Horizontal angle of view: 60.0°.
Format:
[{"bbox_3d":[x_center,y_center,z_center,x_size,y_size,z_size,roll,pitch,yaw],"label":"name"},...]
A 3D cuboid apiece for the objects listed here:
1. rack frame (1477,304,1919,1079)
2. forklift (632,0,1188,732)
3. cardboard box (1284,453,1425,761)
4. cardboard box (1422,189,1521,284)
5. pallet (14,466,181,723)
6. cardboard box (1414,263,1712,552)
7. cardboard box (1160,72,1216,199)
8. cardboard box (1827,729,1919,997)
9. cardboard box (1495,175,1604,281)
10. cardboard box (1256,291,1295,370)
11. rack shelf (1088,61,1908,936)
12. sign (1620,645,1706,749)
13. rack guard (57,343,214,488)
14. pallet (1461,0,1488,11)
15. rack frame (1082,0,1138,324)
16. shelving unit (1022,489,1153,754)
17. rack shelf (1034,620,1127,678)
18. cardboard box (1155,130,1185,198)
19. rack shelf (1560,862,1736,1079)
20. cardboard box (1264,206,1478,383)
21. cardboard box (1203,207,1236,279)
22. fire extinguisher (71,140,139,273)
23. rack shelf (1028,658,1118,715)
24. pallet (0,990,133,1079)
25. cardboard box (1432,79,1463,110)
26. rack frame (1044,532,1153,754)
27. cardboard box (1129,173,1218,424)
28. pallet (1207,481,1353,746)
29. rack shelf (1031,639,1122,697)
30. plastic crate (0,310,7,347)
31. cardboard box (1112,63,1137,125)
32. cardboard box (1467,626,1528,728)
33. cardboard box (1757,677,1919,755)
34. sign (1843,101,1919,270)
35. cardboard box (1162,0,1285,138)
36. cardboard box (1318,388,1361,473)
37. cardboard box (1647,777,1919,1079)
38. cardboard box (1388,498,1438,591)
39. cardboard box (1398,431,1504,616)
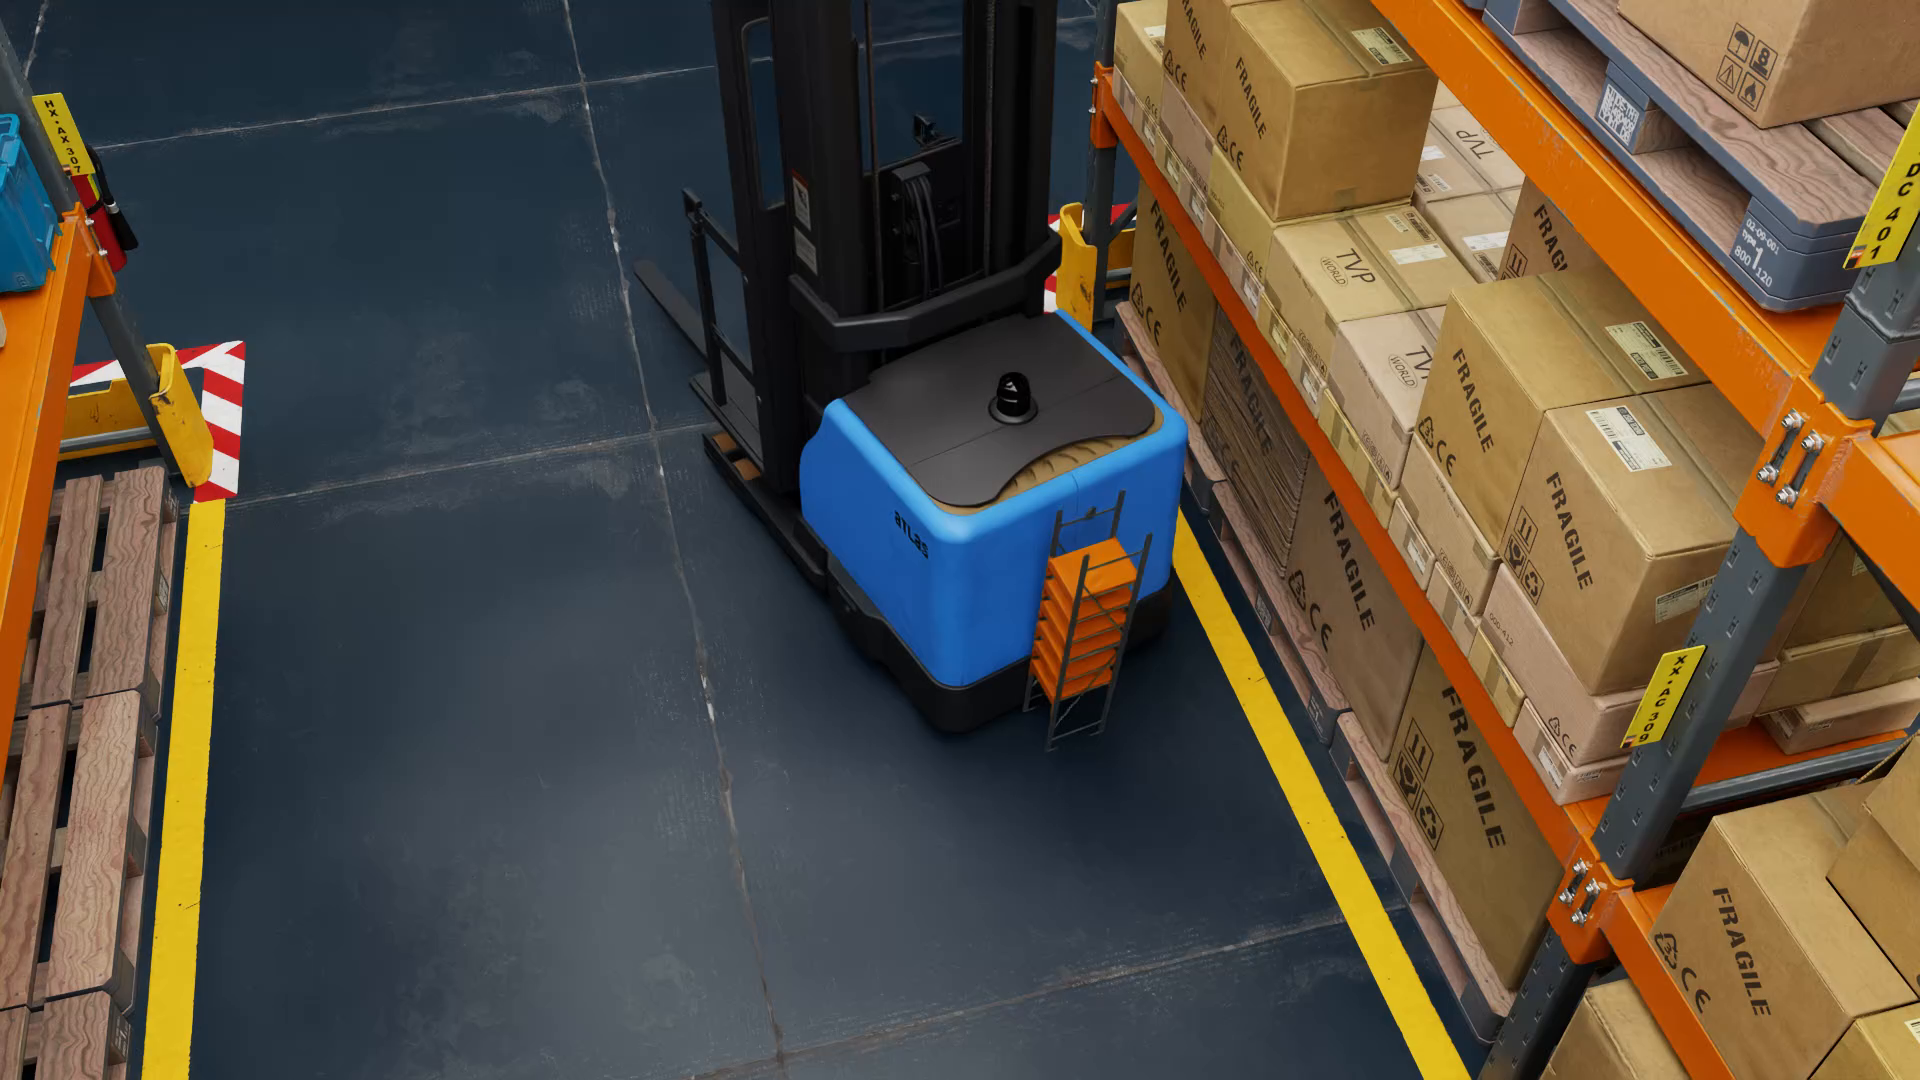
[{"bbox_3d":[2.075,0.576,4.085,1.000,3.000,0.127,-11,47,-10],"label":"rack frame"},{"bbox_3d":[-0.421,-1.369,6.040,1.130,2.935,3.031,-25,50,-22],"label":"forklift"},{"bbox_3d":[1.753,0.081,5.764,0.875,0.875,0.875,-11,47,-10],"label":"cardboard box"},{"bbox_3d":[1.829,-0.891,5.419,0.500,0.250,0.500,-11,47,-10],"label":"cardboard box"},{"bbox_3d":[-3.563,0.272,6.335,1.003,0.211,1.213,-11,47,-10],"label":"pallet"},{"bbox_3d":[1.575,-0.353,4.368,0.500,0.500,0.500,-10,46,-10],"label":"cardboard box"},{"bbox_3d":[1.052,-1.499,6.015,0.500,0.250,0.500,-11,47,-11],"label":"cardboard box"},{"bbox_3d":[2.247,0.629,3.261,0.797,0.503,0.637,-12,47,-11],"label":"cardboard box"},{"bbox_3d":[1.943,-0.815,4.821,0.500,0.500,0.500,-12,47,-12],"label":"cardboard box"},{"bbox_3d":[1.218,-0.731,5.542,0.380,0.149,0.250,-12,47,-11],"label":"cardboard box"},{"bbox_3d":[1.563,-0.553,5.695,1.077,0.370,4.000,-11,47,-10],"label":"rack shelf"},{"bbox_3d":[1.539,0.348,3.647,0.100,0.325,0.005,-11,47,-10],"label":"sign"},{"bbox_3d":[-3.756,-0.419,6.811,1.175,0.500,0.348,-11,47,-10],"label":"rack guard"},{"bbox_3d":[1.567,-1.850,4.425,1.003,0.211,1.213,-11,47,-10],"label":"pallet"},{"bbox_3d":[1.051,-2.186,6.792,1.000,3.000,0.127,-11,47,-10],"label":"rack frame"},{"bbox_3d":[0.411,0.305,5.600,0.258,1.200,0.189,-18,57,-17],"label":"shelving unit"},{"bbox_3d":[0.408,0.332,5.635,0.258,0.103,0.180,-18,57,-17],"label":"rack shelf"},{"bbox_3d":[0.956,-1.439,6.236,0.380,0.149,0.250,-12,47,-11],"label":"cardboard box"},{"bbox_3d":[2.587,2.209,2.989,1.077,0.370,4.000,-11,47,-10],"label":"rack shelf"},{"bbox_3d":[1.316,-0.792,5.323,0.500,0.250,0.500,-12,47,-11],"label":"cardboard box"},{"bbox_3d":[1.088,-1.083,5.887,0.380,0.149,0.250,-12,47,-11],"label":"cardboard box"},{"bbox_3d":[-3.336,-1.310,6.249,0.296,0.674,0.183,-11,47,-10],"label":"fire extinguisher"},{"bbox_3d":[0.394,0.476,5.827,0.258,0.103,0.180,-18,57,-17],"label":"rack shelf"},{"bbox_3d":[-2.939,1.957,4.684,1.003,0.211,1.213,-11,47,-10],"label":"pallet"},{"bbox_3d":[1.561,-1.601,6.115,0.500,0.250,0.500,-11,47,-11],"label":"cardboard box"},{"bbox_3d":[0.448,0.373,5.552,0.240,1.200,0.006,-18,57,-17],"label":"rack frame"},{"bbox_3d":[1.292,-1.162,6.982,0.875,0.875,0.875,-11,47,-10],"label":"cardboard box"},{"bbox_3d":[1.640,0.169,6.437,1.003,0.211,1.213,-11,47,-10],"label":"pallet"},{"bbox_3d":[0.401,0.404,5.731,0.258,0.103,0.180,-18,57,-17],"label":"rack shelf"},{"bbox_3d":[-3.353,-0.679,5.458,0.396,0.136,0.243,-11,47,-10],"label":"plastic crate"},{"bbox_3d":[0.823,-1.792,6.582,0.380,0.149,0.250,-10,46,-10],"label":"cardboard box"},{"bbox_3d":[1.614,0.335,4.497,0.380,0.149,0.250,-10,46,-10],"label":"cardboard box"},{"bbox_3d":[2.321,0.399,4.435,0.380,0.149,0.250,-11,47,-10],"label":"cardboard box"},{"bbox_3d":[1.539,-0.580,2.701,0.100,0.325,0.005,-11,47,-10],"label":"sign"},{"bbox_3d":[1.041,-1.774,5.760,0.500,0.500,0.500,-12,47,-11],"label":"cardboard box"},{"bbox_3d":[1.351,-0.374,5.192,0.380,0.149,0.250,-11,47,-11],"label":"cardboard box"},{"bbox_3d":[1.951,0.904,3.694,0.500,0.500,0.500,-11,47,-10],"label":"cardboard box"},{"bbox_3d":[1.483,-0.019,4.845,0.380,0.149,0.250,-10,46,-10],"label":"cardboard box"},{"bbox_3d":[1.574,-0.089,4.634,0.500,0.250,0.500,-9,46,-9],"label":"cardboard box"}]
